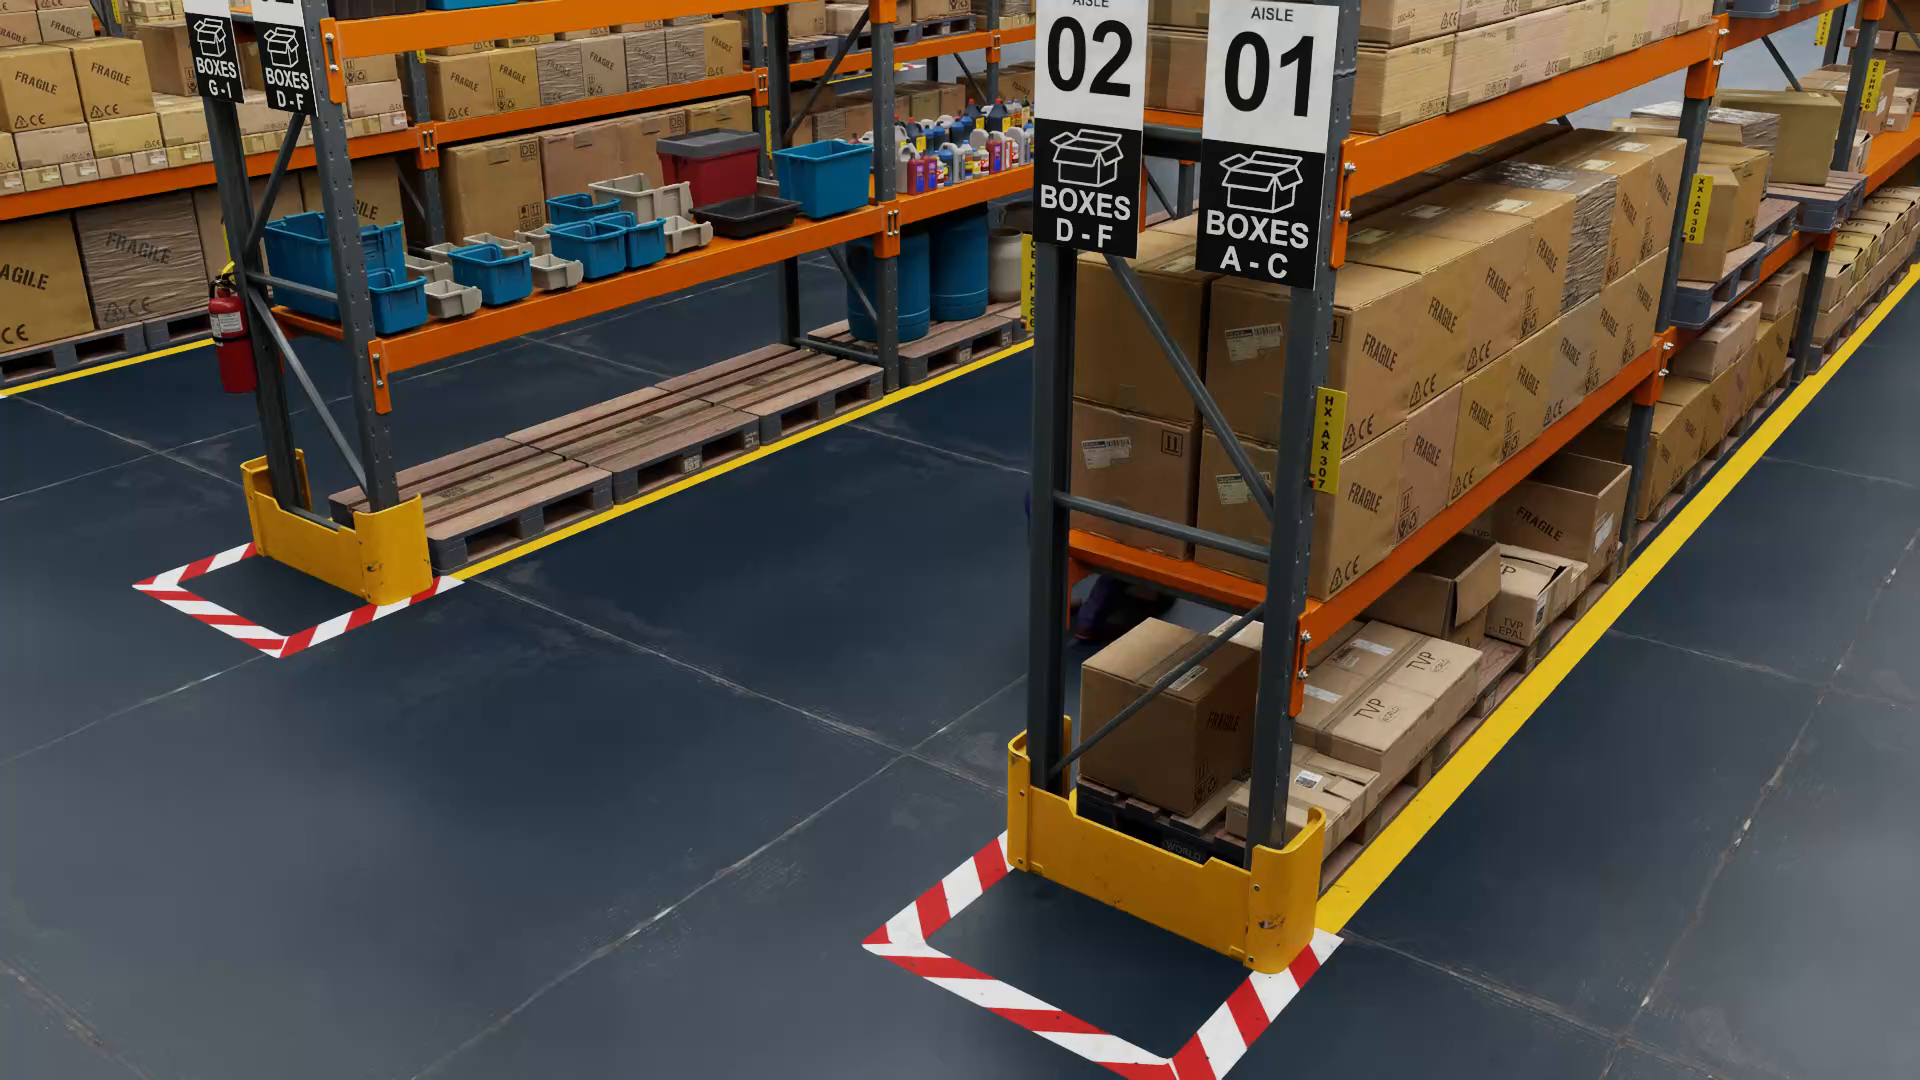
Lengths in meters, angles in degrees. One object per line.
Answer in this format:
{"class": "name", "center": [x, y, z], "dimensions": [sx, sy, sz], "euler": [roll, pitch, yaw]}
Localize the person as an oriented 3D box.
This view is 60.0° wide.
{"class": "person", "center": [0.732, -0.034, 8.152], "dimensions": [0.838, 0.881, 0.515], "euler": [-21, 31, -39]}
